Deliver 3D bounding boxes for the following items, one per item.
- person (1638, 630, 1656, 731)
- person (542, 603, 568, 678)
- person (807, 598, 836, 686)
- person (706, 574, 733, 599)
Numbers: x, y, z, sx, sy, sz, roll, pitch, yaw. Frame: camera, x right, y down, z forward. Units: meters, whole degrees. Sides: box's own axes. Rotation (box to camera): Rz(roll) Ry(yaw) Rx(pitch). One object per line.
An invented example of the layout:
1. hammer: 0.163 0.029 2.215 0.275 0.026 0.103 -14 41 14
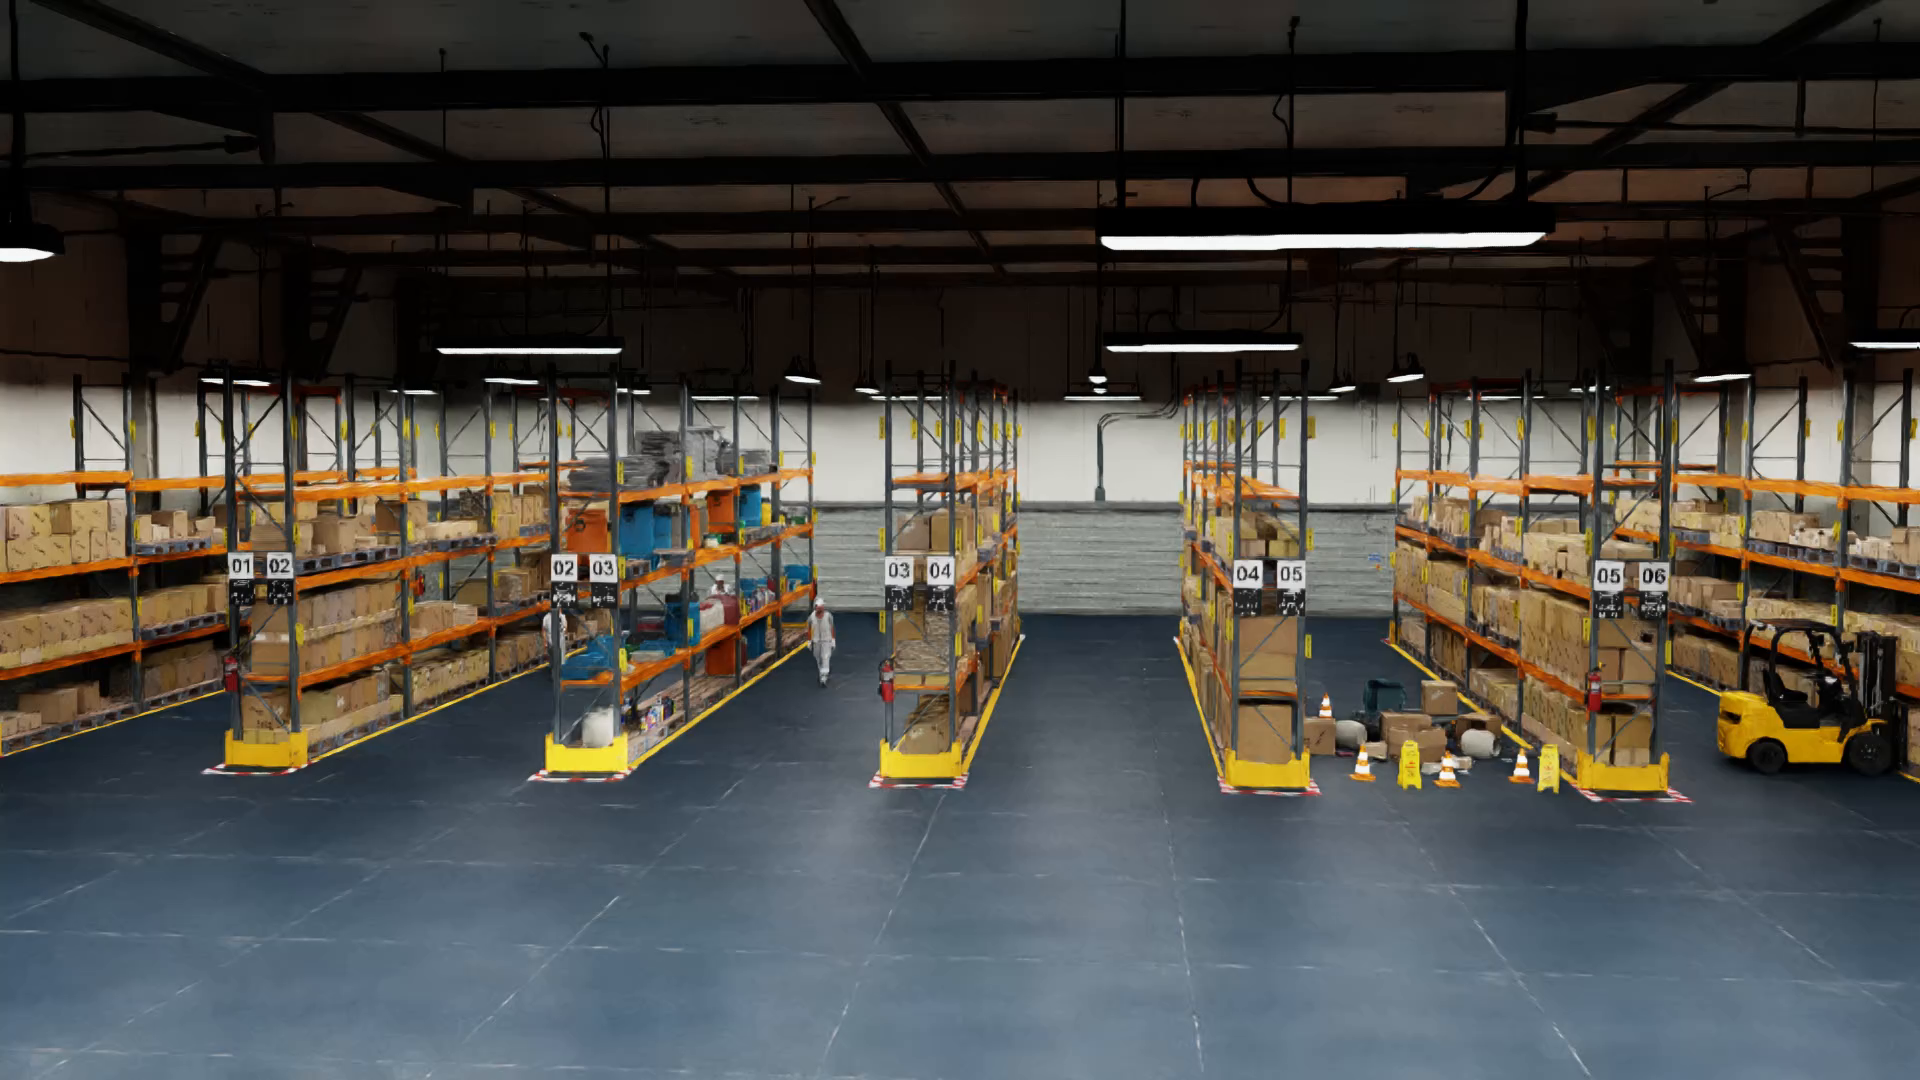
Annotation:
1. person: 11.355 2.334 27.688 0.458 1.677 0.524 3 5 36
2. person: -8.083 2.009 33.195 0.491 1.598 1.000 0 4 -3
3. person: -2.746 1.982 32.716 0.553 1.709 1.123 1 4 8
4. person: -5.481 1.638 38.110 0.702 1.735 0.549 0 4 5
